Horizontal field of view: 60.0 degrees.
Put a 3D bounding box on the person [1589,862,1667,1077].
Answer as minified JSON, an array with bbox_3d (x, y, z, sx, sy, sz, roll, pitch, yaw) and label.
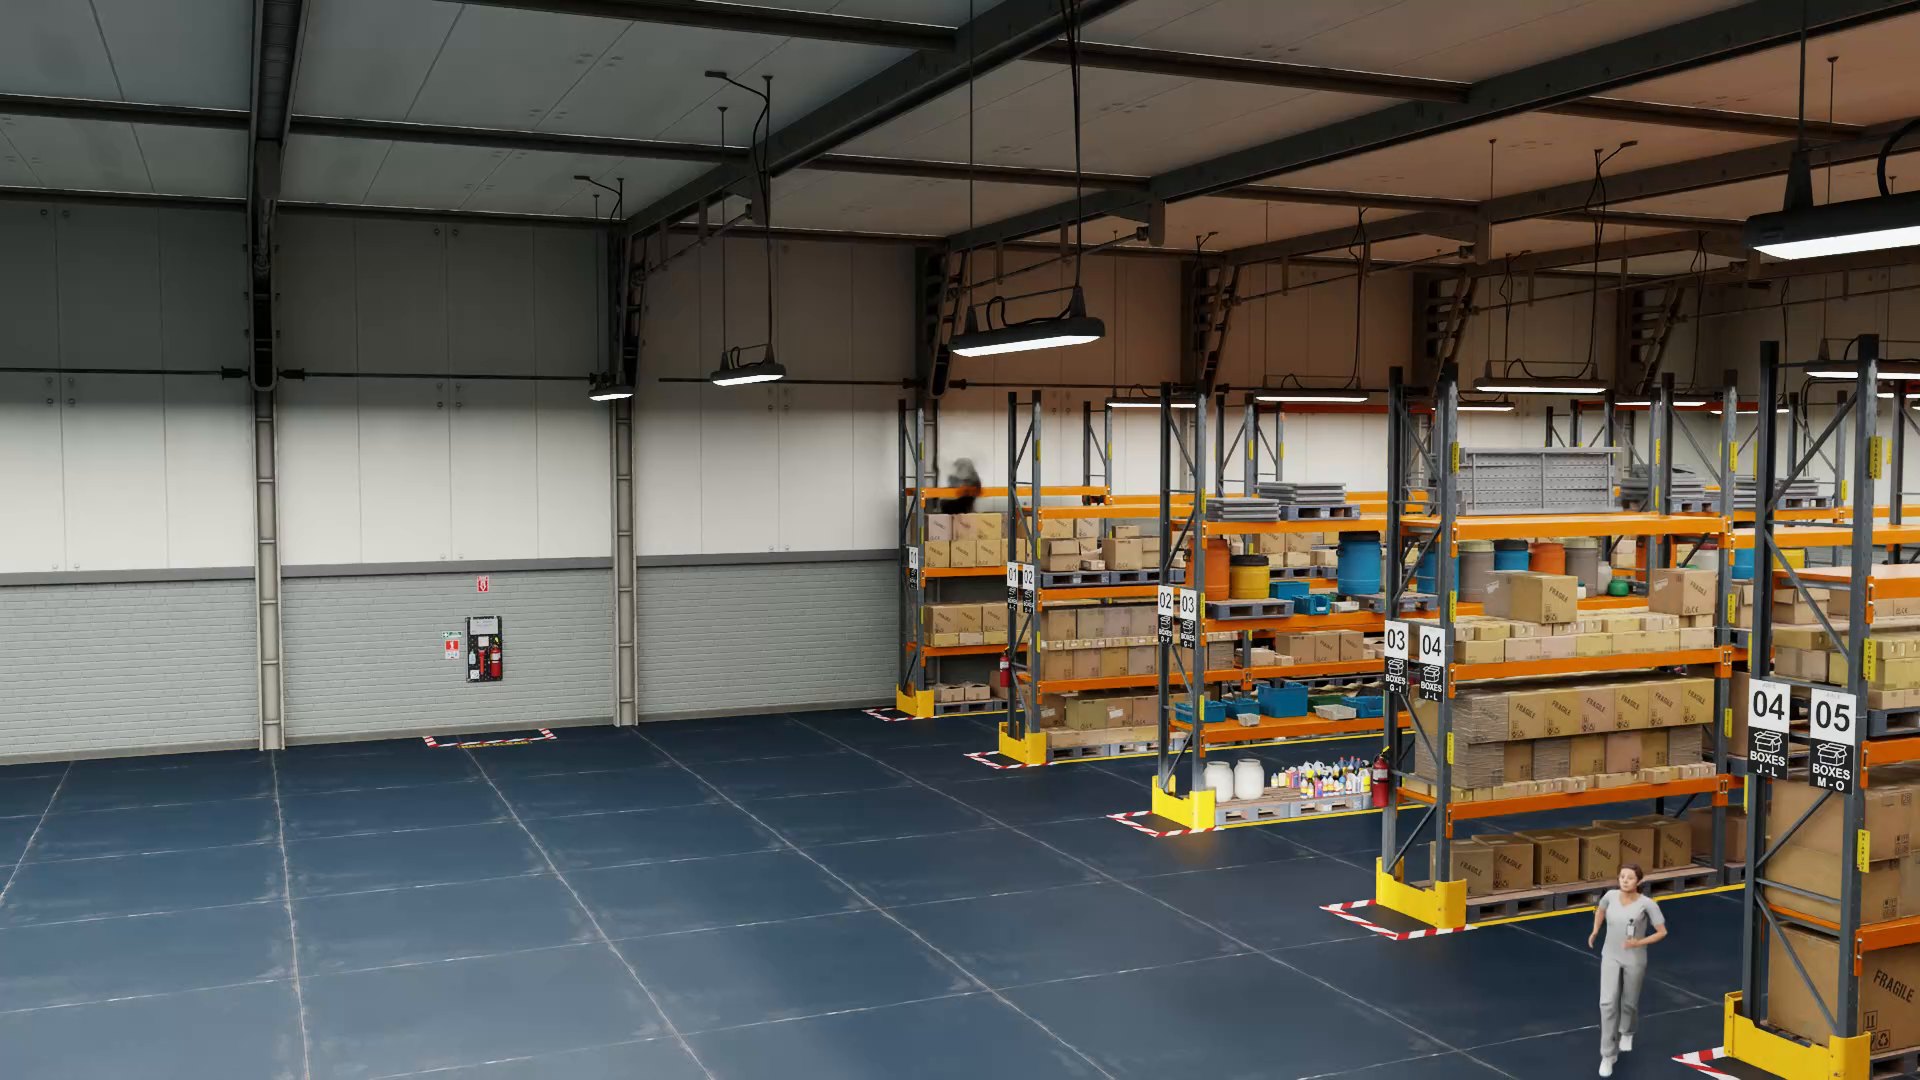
[{"bbox_3d":[5.539,3.525,13.798,0.603,1.708,0.836,3,4,37],"label":"person"}]
